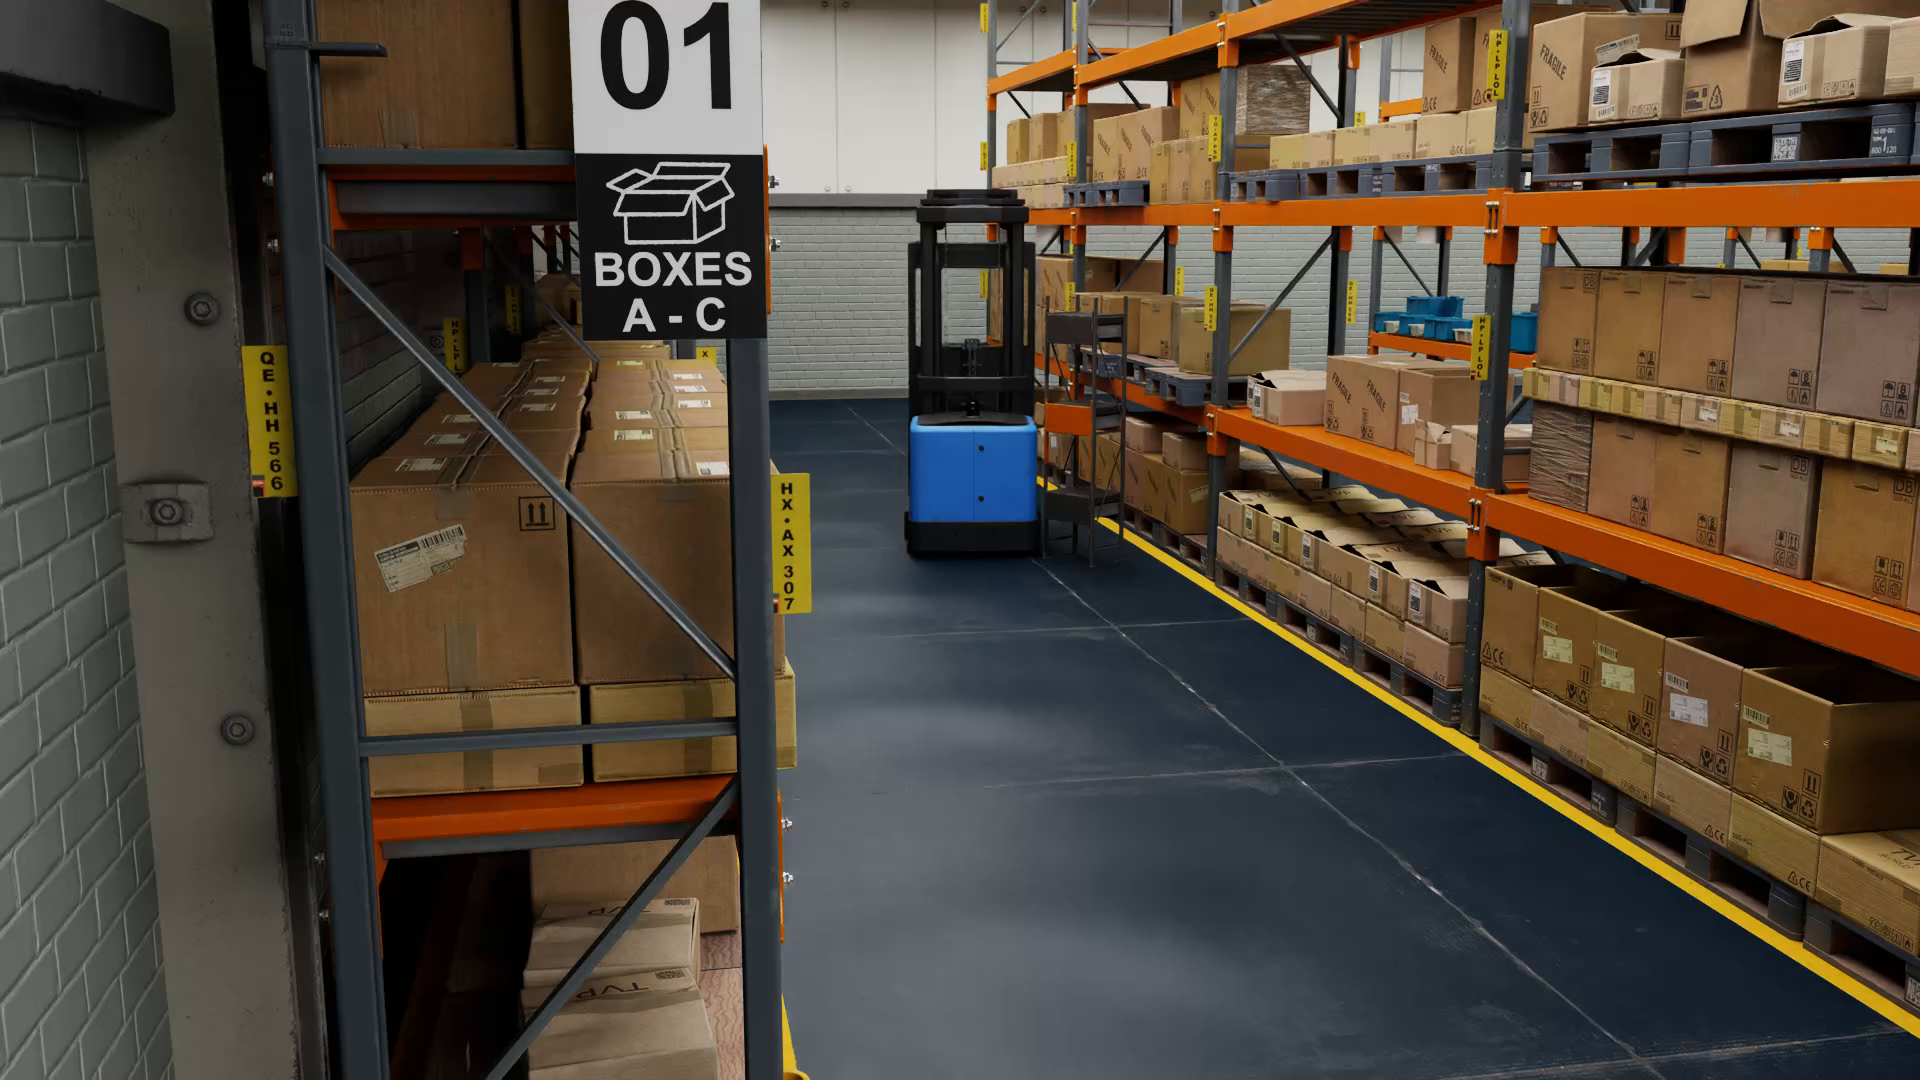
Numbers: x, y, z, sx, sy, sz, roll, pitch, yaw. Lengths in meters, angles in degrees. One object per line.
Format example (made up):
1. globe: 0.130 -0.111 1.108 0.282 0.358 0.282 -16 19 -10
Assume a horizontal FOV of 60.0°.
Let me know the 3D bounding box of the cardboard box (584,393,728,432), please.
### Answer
1. cardboard box: -1.015 -0.229 5.719 0.500 0.500 0.500 -2 11 -9

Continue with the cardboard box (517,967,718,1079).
1. cardboard box: -0.971 1.429 4.681 0.500 0.311 0.500 -3 11 -17

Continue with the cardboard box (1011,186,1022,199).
1. cardboard box: 0.856 -3.774 18.379 0.500 0.250 0.500 -2 11 -11

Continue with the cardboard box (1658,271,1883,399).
1. cardboard box: 3.445 -0.881 7.065 0.700 0.500 0.500 -2 11 -11

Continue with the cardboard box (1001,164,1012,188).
1. cardboard box: 0.757 -4.111 18.814 0.500 0.250 0.500 -2 11 -11

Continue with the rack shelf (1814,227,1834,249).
1. rack shelf: 7.626 -2.127 11.249 1.077 0.370 4.000 -2 11 -11

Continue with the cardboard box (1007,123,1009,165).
1. cardboard box: 0.938 -4.581 19.280 0.700 0.500 0.500 -2 11 -11

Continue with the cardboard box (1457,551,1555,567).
1. cardboard box: 3.228 0.232 9.686 0.500 0.311 0.500 -2 11 -12

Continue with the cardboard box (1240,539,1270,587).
1. cardboard box: 2.290 0.150 11.619 0.500 0.250 0.500 -2 11 -13

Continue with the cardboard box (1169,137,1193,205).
1. cardboard box: 2.161 -2.889 13.062 0.910 0.500 0.500 -2 11 -11

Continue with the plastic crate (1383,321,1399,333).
1. plastic crate: 5.388 -2.621 20.491 0.250 0.136 0.298 -2 11 -11

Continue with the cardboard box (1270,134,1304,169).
1. cardboard box: 2.521 -2.719 11.714 0.500 0.250 0.500 -3 11 -15

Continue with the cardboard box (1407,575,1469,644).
1. cardboard box: 2.796 0.345 9.093 0.500 0.311 0.500 -2 11 -11

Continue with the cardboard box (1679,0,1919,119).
1. cardboard box: 3.352 -1.953 6.638 0.797 0.503 0.637 -1 11 -5

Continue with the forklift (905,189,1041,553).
1. forklift: 0.098 -1.563 14.568 1.130 2.935 3.031 0 11 0

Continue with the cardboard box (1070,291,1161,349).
1. cardboard box: 1.473 -2.088 15.753 0.700 0.500 0.500 -6 12 -30

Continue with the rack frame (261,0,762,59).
1. rack frame: -0.925 -2.493 3.226 1.000 3.000 0.127 -2 11 -11

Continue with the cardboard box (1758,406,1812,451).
1. cardboard box: 3.369 -0.442 6.493 0.380 0.149 0.250 -2 11 -12

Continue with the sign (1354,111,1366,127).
1. sign: 2.924 -2.979 12.208 0.100 0.325 0.005 -2 11 -11

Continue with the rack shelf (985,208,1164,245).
1. rack shelf: 1.211 -3.414 18.015 1.077 0.370 4.000 -2 11 -11

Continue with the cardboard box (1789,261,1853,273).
1. cardboard box: 10.572 -3.177 20.466 0.500 0.500 0.500 -2 11 -13

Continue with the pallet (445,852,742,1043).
1. pallet: -1.297 1.437 6.084 1.003 0.211 1.213 -2 11 -11

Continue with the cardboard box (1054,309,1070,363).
1. cardboard box: 1.251 -2.059 16.724 0.500 0.500 0.500 -2 11 -10

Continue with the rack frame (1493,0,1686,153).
1. rack frame: 3.156 -3.407 8.031 1.000 3.000 0.127 -2 11 -11

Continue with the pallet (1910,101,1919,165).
1. pallet: 3.822 -1.287 5.151 1.003 0.211 1.213 -2 11 -11

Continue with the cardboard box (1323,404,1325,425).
1. cardboard box: 2.681 -0.839 11.252 0.380 0.149 0.250 -1 11 -7

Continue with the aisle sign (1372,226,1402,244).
1. aisle sign: 5.376 -4.120 20.867 0.394 0.787 0.004 -2 11 -11

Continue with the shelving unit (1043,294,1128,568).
1. shelving unit: 0.986 -0.868 13.141 0.503 2.100 0.431 10 15 43

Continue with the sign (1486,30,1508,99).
1. sign: 2.625 -2.321 8.120 0.100 0.325 0.005 -2 11 -11

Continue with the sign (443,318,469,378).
1. sign: -2.246 -0.827 7.424 0.100 0.325 0.005 -2 11 -11

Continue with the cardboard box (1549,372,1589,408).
1. cardboard box: 3.067 -0.726 7.984 0.380 0.149 0.250 -2 11 -10

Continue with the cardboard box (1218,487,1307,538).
1. cardboard box: 2.192 -0.218 12.051 0.500 0.311 0.500 -2 11 -9

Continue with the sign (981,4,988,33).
1. sign: 0.290 -6.086 19.396 0.100 0.325 0.005 -2 11 -11

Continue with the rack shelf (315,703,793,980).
1. rack shelf: -1.314 0.441 5.782 1.077 0.370 4.000 -2 11 -11

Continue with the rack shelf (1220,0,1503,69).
1. rack shelf: 2.767 -3.224 10.063 1.077 0.370 4.000 -2 11 -11

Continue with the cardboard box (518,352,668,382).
1. cardboard box: -1.768 -0.639 8.088 0.700 0.500 0.500 -2 11 -11

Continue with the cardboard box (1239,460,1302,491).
1. cardboard box: 2.462 -0.372 13.635 0.500 0.500 0.500 -3 11 -13

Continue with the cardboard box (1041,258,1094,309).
1. cardboard box: 1.145 -2.645 17.129 0.500 0.500 0.500 -2 11 -12

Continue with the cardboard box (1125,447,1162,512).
1. cardboard box: 1.757 -0.536 14.498 0.500 0.500 0.500 -3 11 -13

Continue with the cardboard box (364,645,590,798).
1. cardboard box: -1.206 0.439 4.213 0.500 0.250 0.500 -2 11 -10

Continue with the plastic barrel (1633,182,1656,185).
1. plastic barrel: 6.836 -3.719 16.065 0.600 0.588 0.600 0 11 0

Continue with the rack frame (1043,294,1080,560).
1. rack frame: 0.811 -0.900 13.309 0.015 2.100 0.400 10 15 43

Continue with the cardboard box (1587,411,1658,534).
1. cardboard box: 3.357 -0.332 7.649 0.700 0.500 0.500 -2 11 -12

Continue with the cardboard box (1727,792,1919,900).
1. cardboard box: 3.332 1.147 6.376 0.500 0.250 0.500 -2 11 -11

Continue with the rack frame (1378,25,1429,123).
1. rack frame: 5.681 -5.788 20.537 1.000 3.000 0.127 -2 11 -11

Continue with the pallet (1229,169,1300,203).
1. pallet: 2.598 -2.453 11.546 1.213 0.211 1.003 -2 11 -8

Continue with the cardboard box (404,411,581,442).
1. cardboard box: -1.418 -0.116 5.127 0.500 0.500 0.500 -2 11 -13

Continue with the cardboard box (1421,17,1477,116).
1. cardboard box: 2.941 -2.653 9.362 0.500 0.500 0.500 -1 11 -6

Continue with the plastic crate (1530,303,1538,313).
1. plastic crate: 6.532 -2.341 18.140 0.402 0.464 0.583 -2 11 -11

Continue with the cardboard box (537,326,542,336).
1. cardboard box: -2.831 -1.295 11.862 0.500 0.500 0.500 -2 11 -11

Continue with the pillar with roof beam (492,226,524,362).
1. pillar with roof beam: -0.020 -4.947 16.121 9.100 9.000 0.400 -2 11 -11

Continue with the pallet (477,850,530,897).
1. pallet: -1.537 1.212 7.262 1.003 0.211 1.213 -2 11 -11

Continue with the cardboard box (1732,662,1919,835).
1. cardboard box: 3.329 0.779 6.306 0.500 0.500 0.500 -2 11 -11

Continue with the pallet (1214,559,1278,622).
1. pallet: 2.500 0.328 11.906 1.003 0.211 1.213 -2 11 -11
